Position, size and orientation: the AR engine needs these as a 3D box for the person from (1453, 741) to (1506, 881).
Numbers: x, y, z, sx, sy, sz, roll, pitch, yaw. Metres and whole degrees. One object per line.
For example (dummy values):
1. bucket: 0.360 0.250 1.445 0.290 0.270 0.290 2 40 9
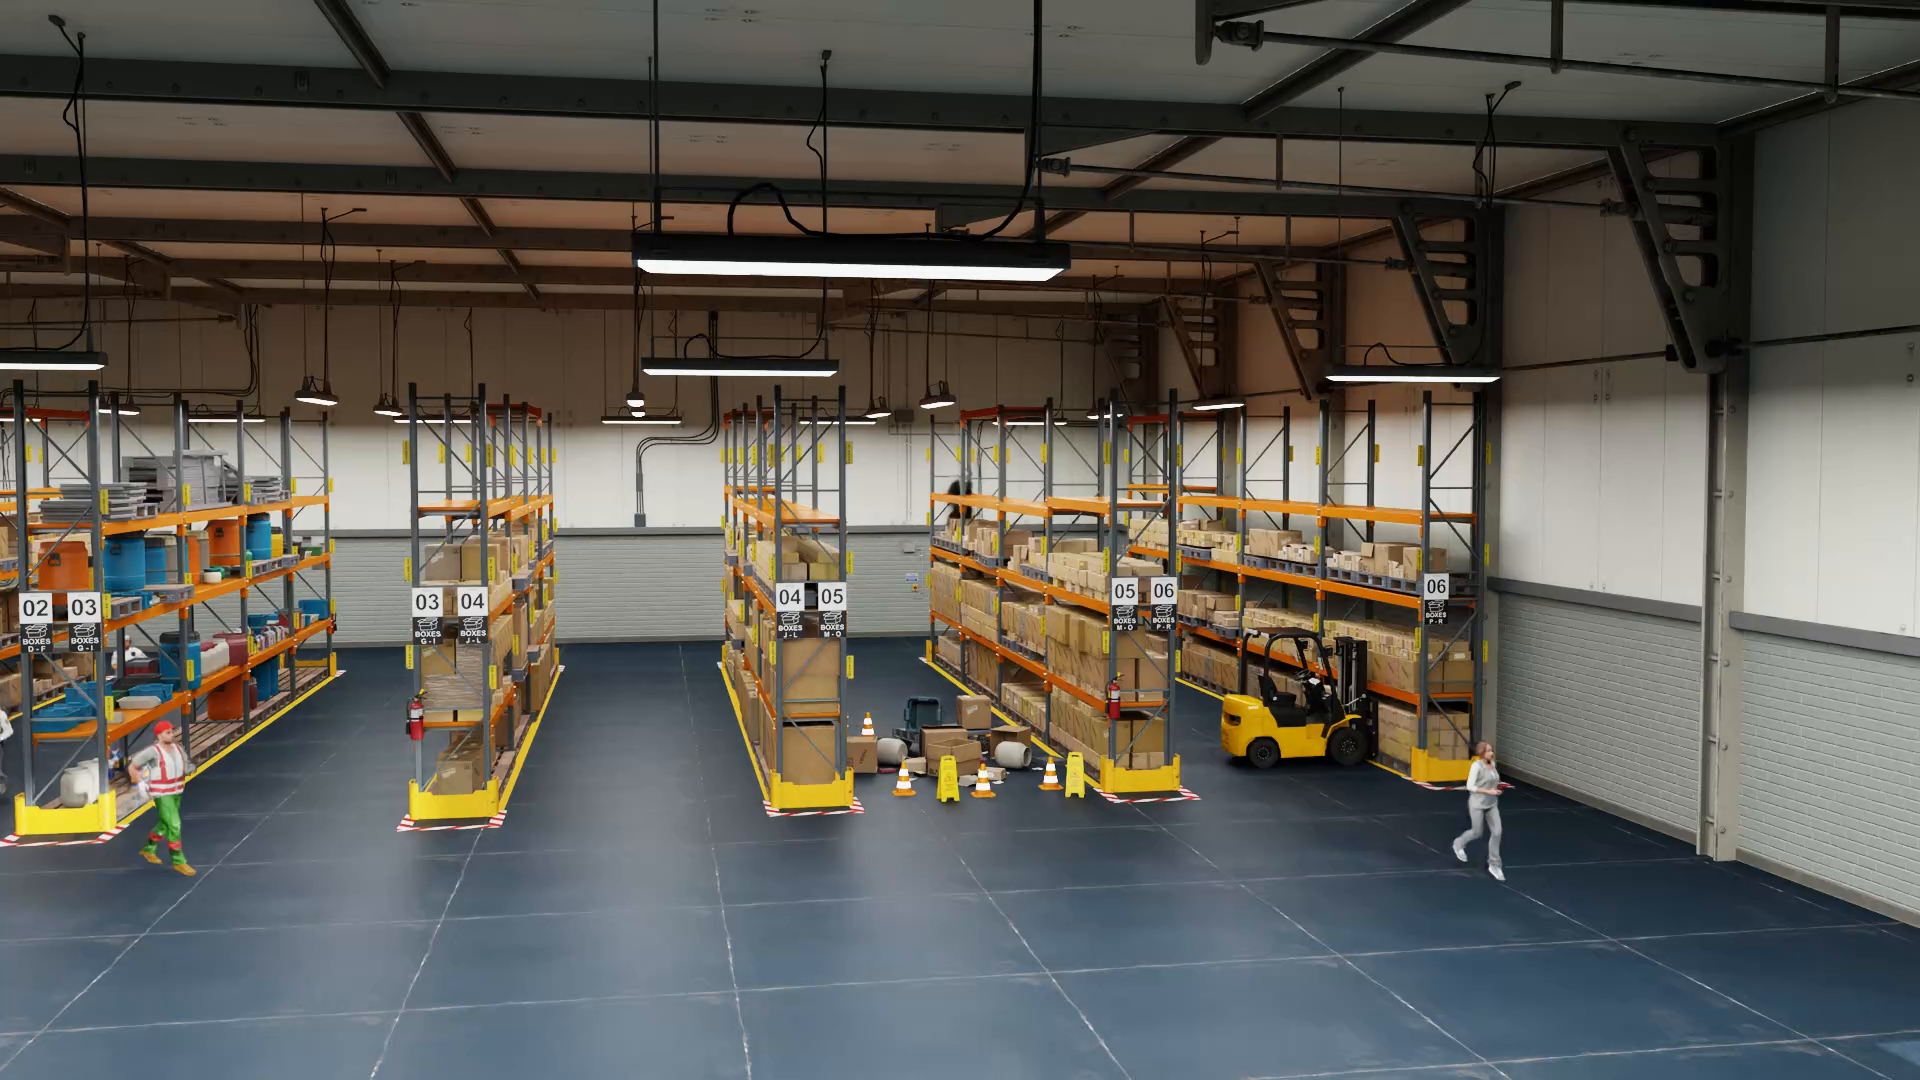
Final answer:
1. person: 6.222 3.216 19.906 0.569 1.627 0.826 -2 3 -30

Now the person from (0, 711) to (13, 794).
1. person: -13.808 2.977 23.649 0.618 1.694 0.804 -1 3 -16

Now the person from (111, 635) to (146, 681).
1. person: -15.554 2.599 31.083 0.579 1.648 0.643 -1 3 -12

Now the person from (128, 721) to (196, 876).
1. person: -9.516 3.073 19.935 0.918 1.814 0.656 1 3 16
